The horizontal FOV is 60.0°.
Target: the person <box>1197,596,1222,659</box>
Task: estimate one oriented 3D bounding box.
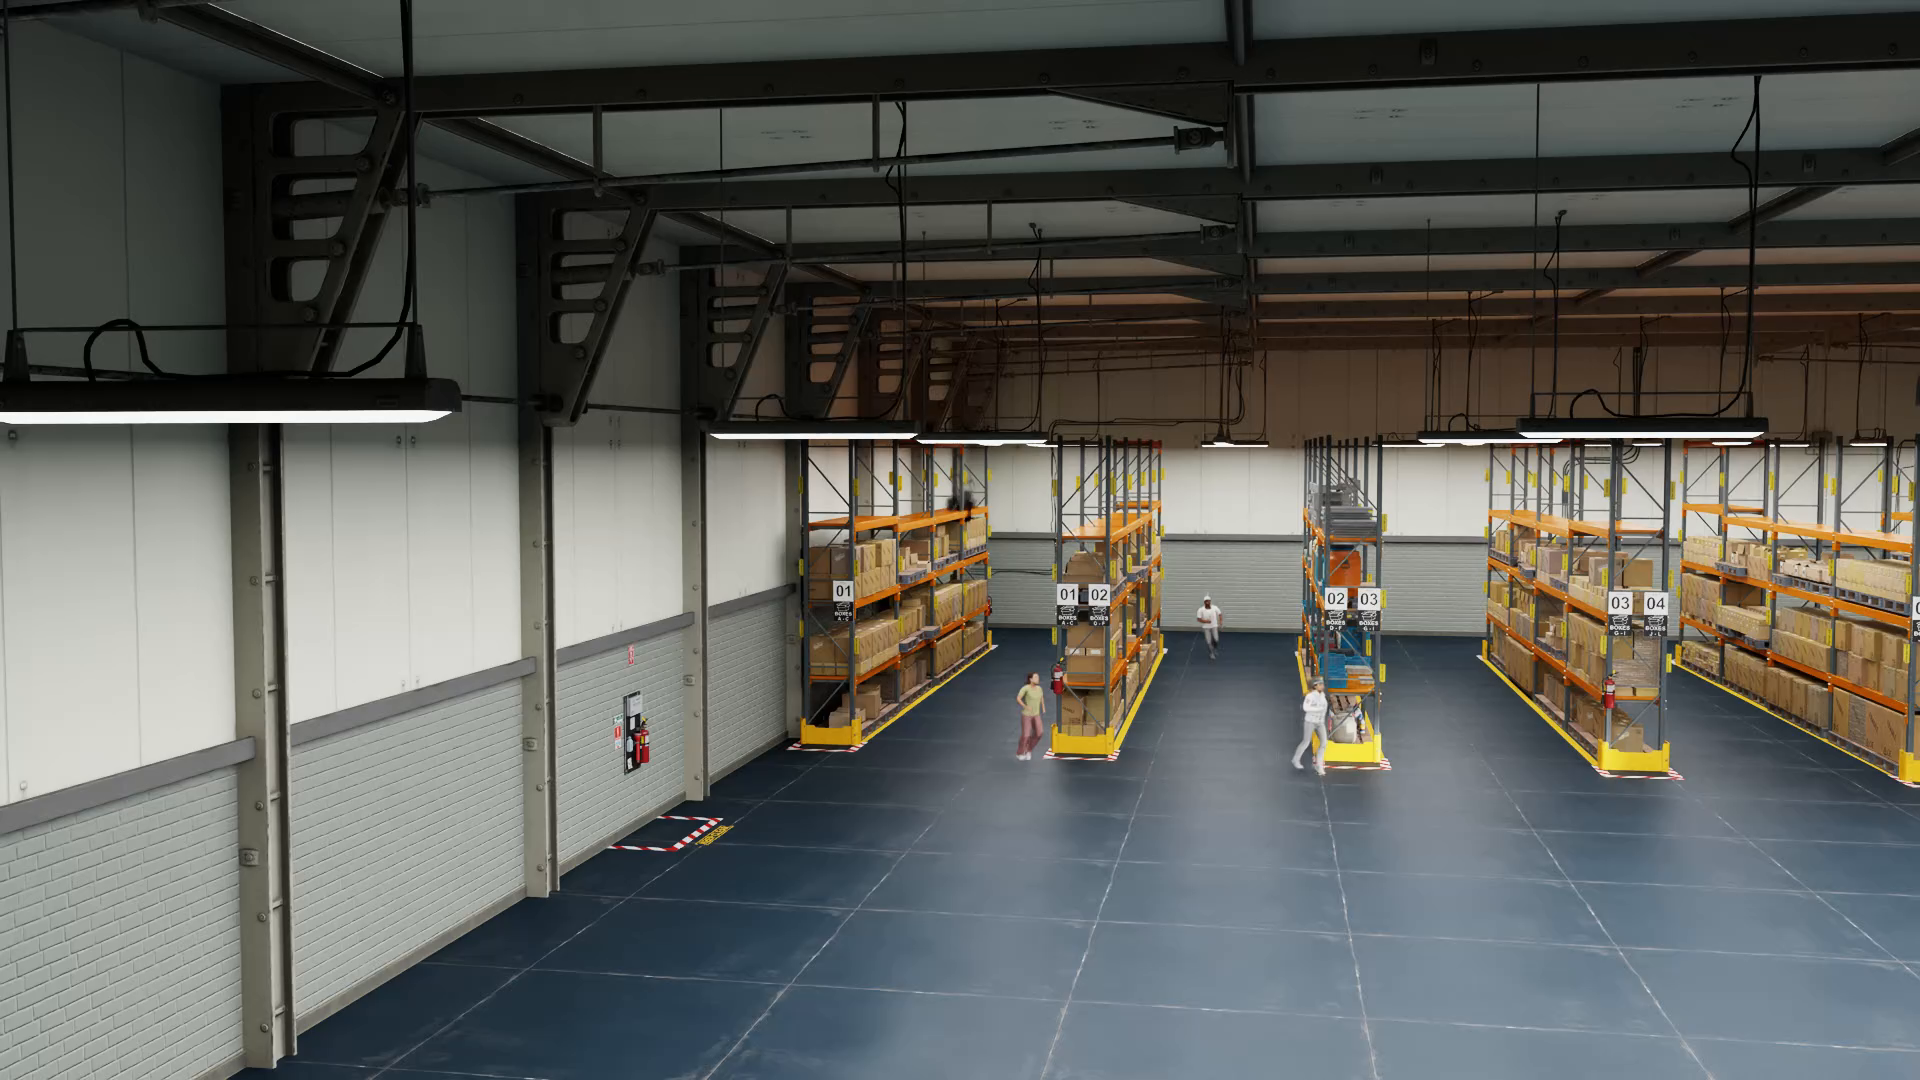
[{"bbox_3d":[6.848,2.400,45.574,0.700,1.709,0.589,0,3,6],"label":"person"}]

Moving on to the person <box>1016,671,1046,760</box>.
[{"bbox_3d":[1.343,3.239,30.658,0.647,1.634,0.567,-2,4,-29],"label":"person"}]

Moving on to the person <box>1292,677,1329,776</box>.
[{"bbox_3d":[6.292,3.283,29.551,0.614,1.748,0.733,-2,4,-31],"label":"person"}]
